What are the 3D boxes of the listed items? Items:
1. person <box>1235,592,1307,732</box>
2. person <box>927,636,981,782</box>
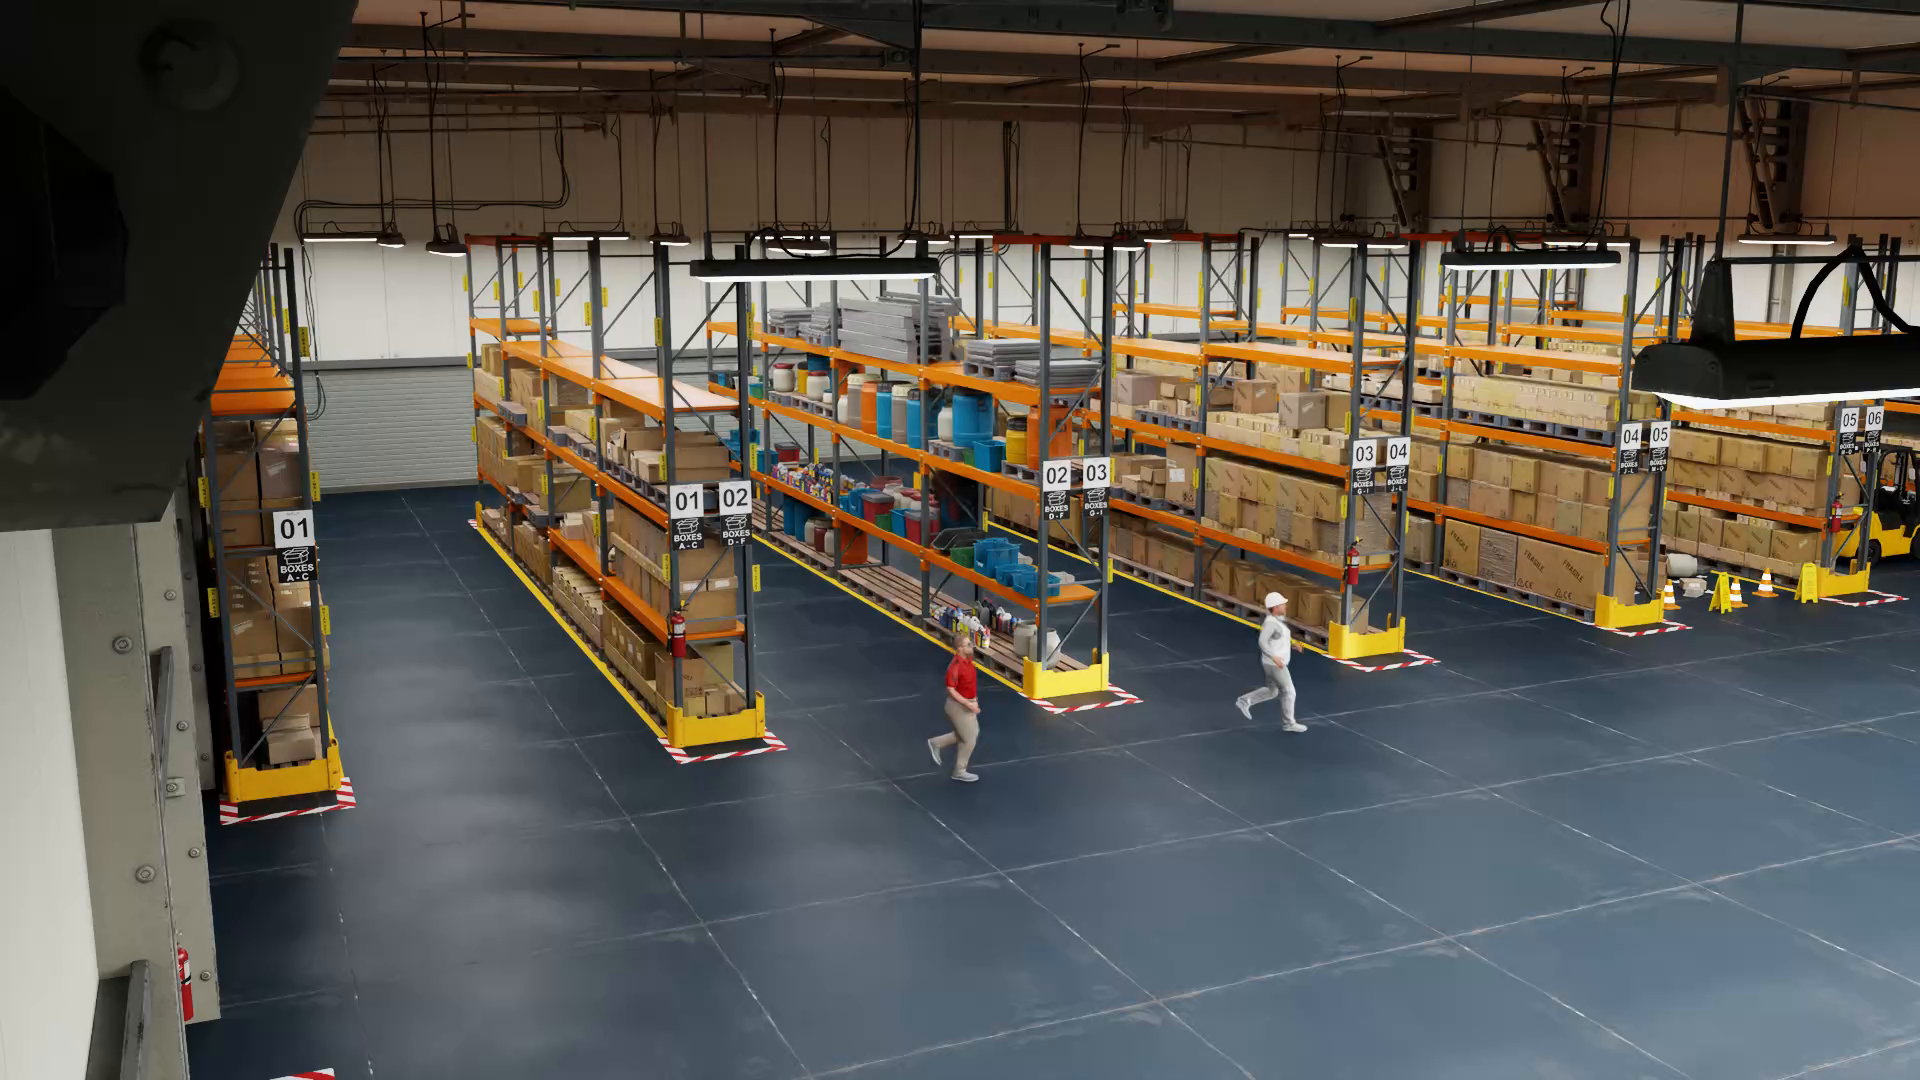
[{"bbox_3d":[3.890,1.511,20.682,0.909,1.749,0.684,2,11,10],"label":"person"},{"bbox_3d":[-0.058,1.864,18.914,0.665,1.624,0.675,2,11,10],"label":"person"}]
